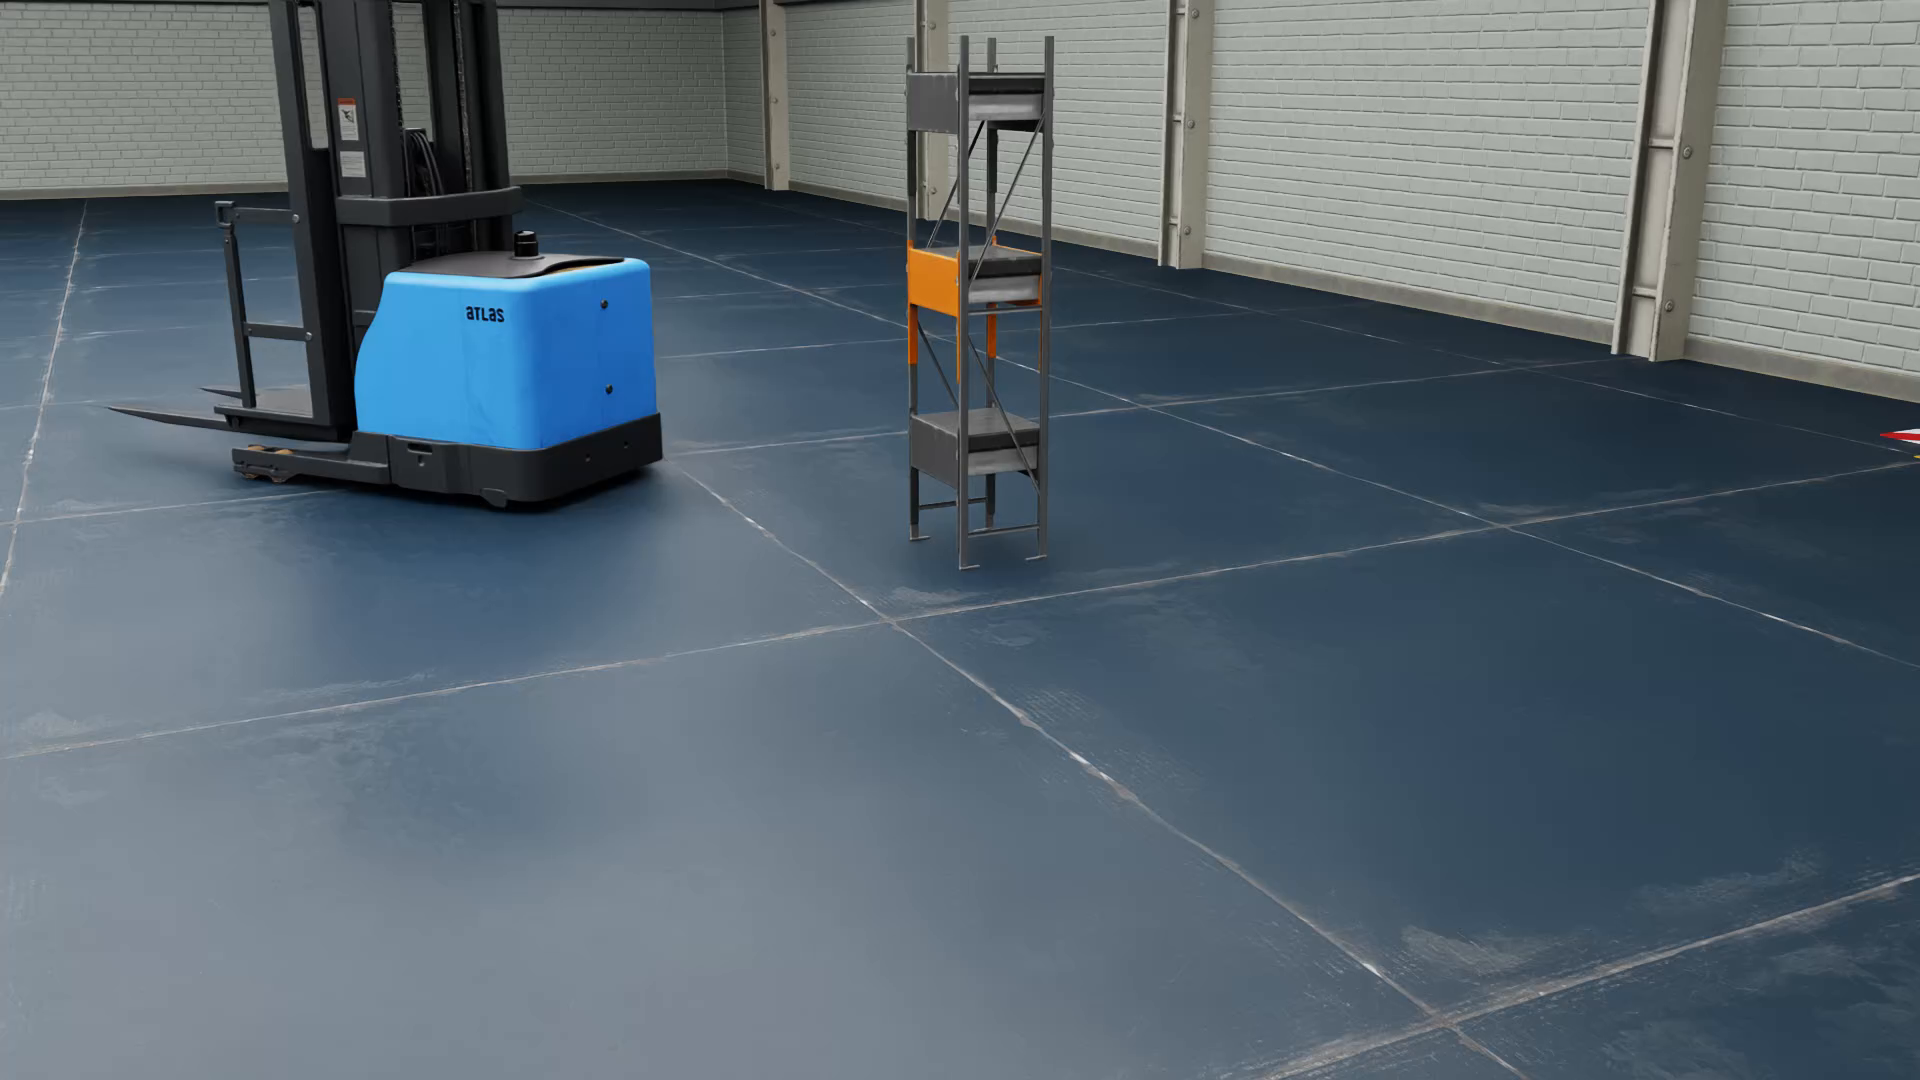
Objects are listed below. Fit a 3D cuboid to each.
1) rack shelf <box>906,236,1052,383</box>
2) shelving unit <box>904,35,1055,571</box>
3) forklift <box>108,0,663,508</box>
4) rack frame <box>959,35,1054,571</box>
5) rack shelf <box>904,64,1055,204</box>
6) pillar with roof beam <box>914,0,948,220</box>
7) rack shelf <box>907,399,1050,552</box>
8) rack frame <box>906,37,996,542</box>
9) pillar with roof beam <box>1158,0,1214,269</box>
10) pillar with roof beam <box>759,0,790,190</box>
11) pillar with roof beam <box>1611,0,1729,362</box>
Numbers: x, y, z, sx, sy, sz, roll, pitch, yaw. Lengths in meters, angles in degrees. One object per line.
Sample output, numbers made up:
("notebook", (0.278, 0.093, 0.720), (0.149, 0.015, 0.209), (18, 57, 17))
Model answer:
("rack shelf", (0.073, -0.955, 6.822), (0.431, 0.518, 0.480), (-8, 18, -25))
("shelving unit", (0.073, -0.968, 6.818), (0.431, 2.100, 0.503), (-8, 18, -25))
("forklift", (-3.066, -1.812, 8.253), (3.031, 2.935, 1.130), (7, 18, 24))
("rack frame", (0.179, -0.908, 6.607), (0.400, 2.100, 0.015), (-8, 18, -25))
("rack shelf", (0.072, -1.628, 6.629), (0.431, 0.518, 0.480), (-8, 18, -25))
("pillar with roof beam", (-4.241, -8.090, 19.127), (9.100, 9.000, 0.400), (-8, 18, -25))
("rack shelf", (0.073, -0.282, 7.015), (0.431, 0.518, 0.480), (-8, 18, -25))
("rack frame", (-0.034, -1.029, 7.029), (0.400, 2.100, 0.015), (-8, 18, -25))
("pillar with roof beam", (-1.613, -6.602, 13.942), (9.100, 9.000, 0.400), (-8, 18, -25))
("pillar with roof beam", (-6.870, -9.577, 24.311), (9.100, 9.000, 0.400), (-8, 18, -25))
("pillar with roof beam", (1.016, -5.114, 8.758), (9.100, 9.000, 0.400), (-8, 18, -25))
